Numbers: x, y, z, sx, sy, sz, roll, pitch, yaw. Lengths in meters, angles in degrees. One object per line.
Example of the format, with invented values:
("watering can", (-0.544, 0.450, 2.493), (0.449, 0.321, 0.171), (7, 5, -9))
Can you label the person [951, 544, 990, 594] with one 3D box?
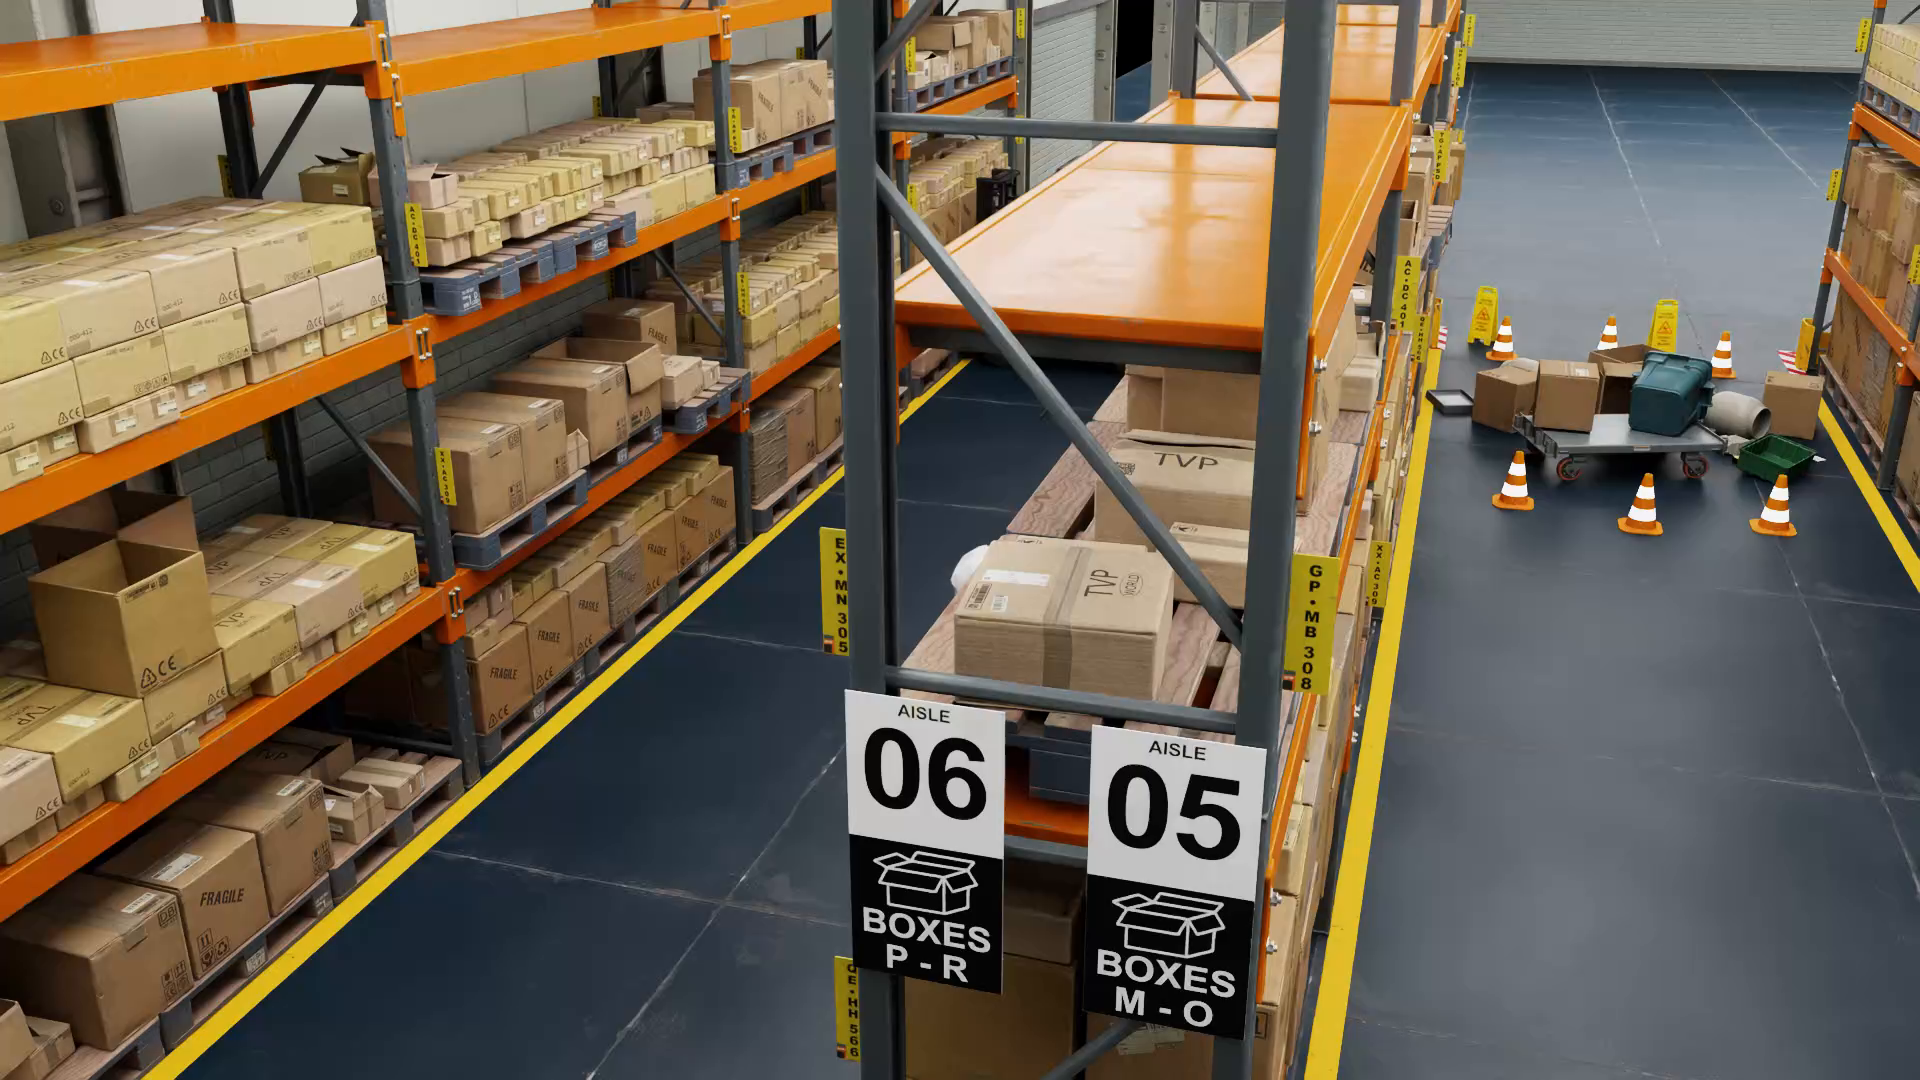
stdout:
("person", (0.448, 0.437, 11.298), (0.999, 0.815, 0.497), (6, 23, 14))
